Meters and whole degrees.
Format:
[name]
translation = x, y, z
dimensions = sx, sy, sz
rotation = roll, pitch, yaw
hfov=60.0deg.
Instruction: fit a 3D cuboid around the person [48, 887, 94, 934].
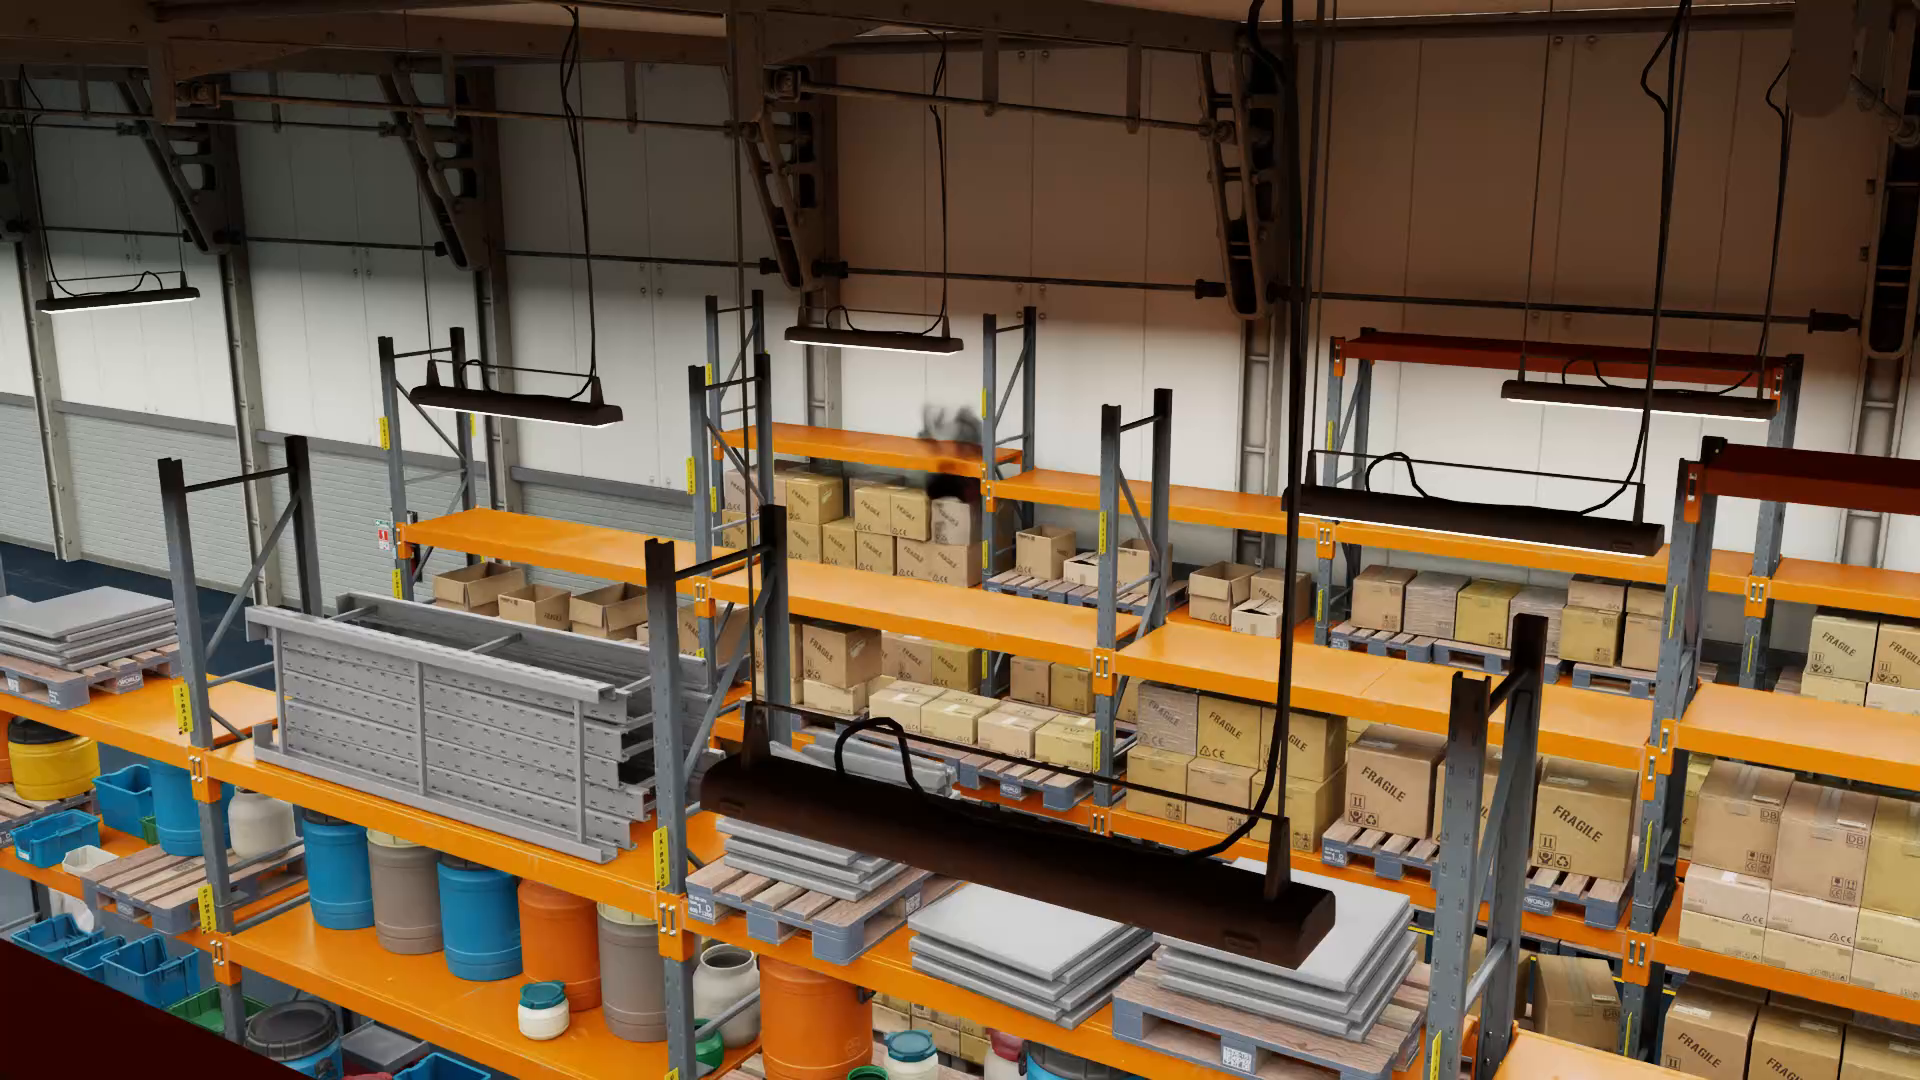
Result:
[person]
translation = -8.036, 3.592, 15.091
dimensions = 0.678, 1.739, 0.699
rotation = 0, 14, 0
